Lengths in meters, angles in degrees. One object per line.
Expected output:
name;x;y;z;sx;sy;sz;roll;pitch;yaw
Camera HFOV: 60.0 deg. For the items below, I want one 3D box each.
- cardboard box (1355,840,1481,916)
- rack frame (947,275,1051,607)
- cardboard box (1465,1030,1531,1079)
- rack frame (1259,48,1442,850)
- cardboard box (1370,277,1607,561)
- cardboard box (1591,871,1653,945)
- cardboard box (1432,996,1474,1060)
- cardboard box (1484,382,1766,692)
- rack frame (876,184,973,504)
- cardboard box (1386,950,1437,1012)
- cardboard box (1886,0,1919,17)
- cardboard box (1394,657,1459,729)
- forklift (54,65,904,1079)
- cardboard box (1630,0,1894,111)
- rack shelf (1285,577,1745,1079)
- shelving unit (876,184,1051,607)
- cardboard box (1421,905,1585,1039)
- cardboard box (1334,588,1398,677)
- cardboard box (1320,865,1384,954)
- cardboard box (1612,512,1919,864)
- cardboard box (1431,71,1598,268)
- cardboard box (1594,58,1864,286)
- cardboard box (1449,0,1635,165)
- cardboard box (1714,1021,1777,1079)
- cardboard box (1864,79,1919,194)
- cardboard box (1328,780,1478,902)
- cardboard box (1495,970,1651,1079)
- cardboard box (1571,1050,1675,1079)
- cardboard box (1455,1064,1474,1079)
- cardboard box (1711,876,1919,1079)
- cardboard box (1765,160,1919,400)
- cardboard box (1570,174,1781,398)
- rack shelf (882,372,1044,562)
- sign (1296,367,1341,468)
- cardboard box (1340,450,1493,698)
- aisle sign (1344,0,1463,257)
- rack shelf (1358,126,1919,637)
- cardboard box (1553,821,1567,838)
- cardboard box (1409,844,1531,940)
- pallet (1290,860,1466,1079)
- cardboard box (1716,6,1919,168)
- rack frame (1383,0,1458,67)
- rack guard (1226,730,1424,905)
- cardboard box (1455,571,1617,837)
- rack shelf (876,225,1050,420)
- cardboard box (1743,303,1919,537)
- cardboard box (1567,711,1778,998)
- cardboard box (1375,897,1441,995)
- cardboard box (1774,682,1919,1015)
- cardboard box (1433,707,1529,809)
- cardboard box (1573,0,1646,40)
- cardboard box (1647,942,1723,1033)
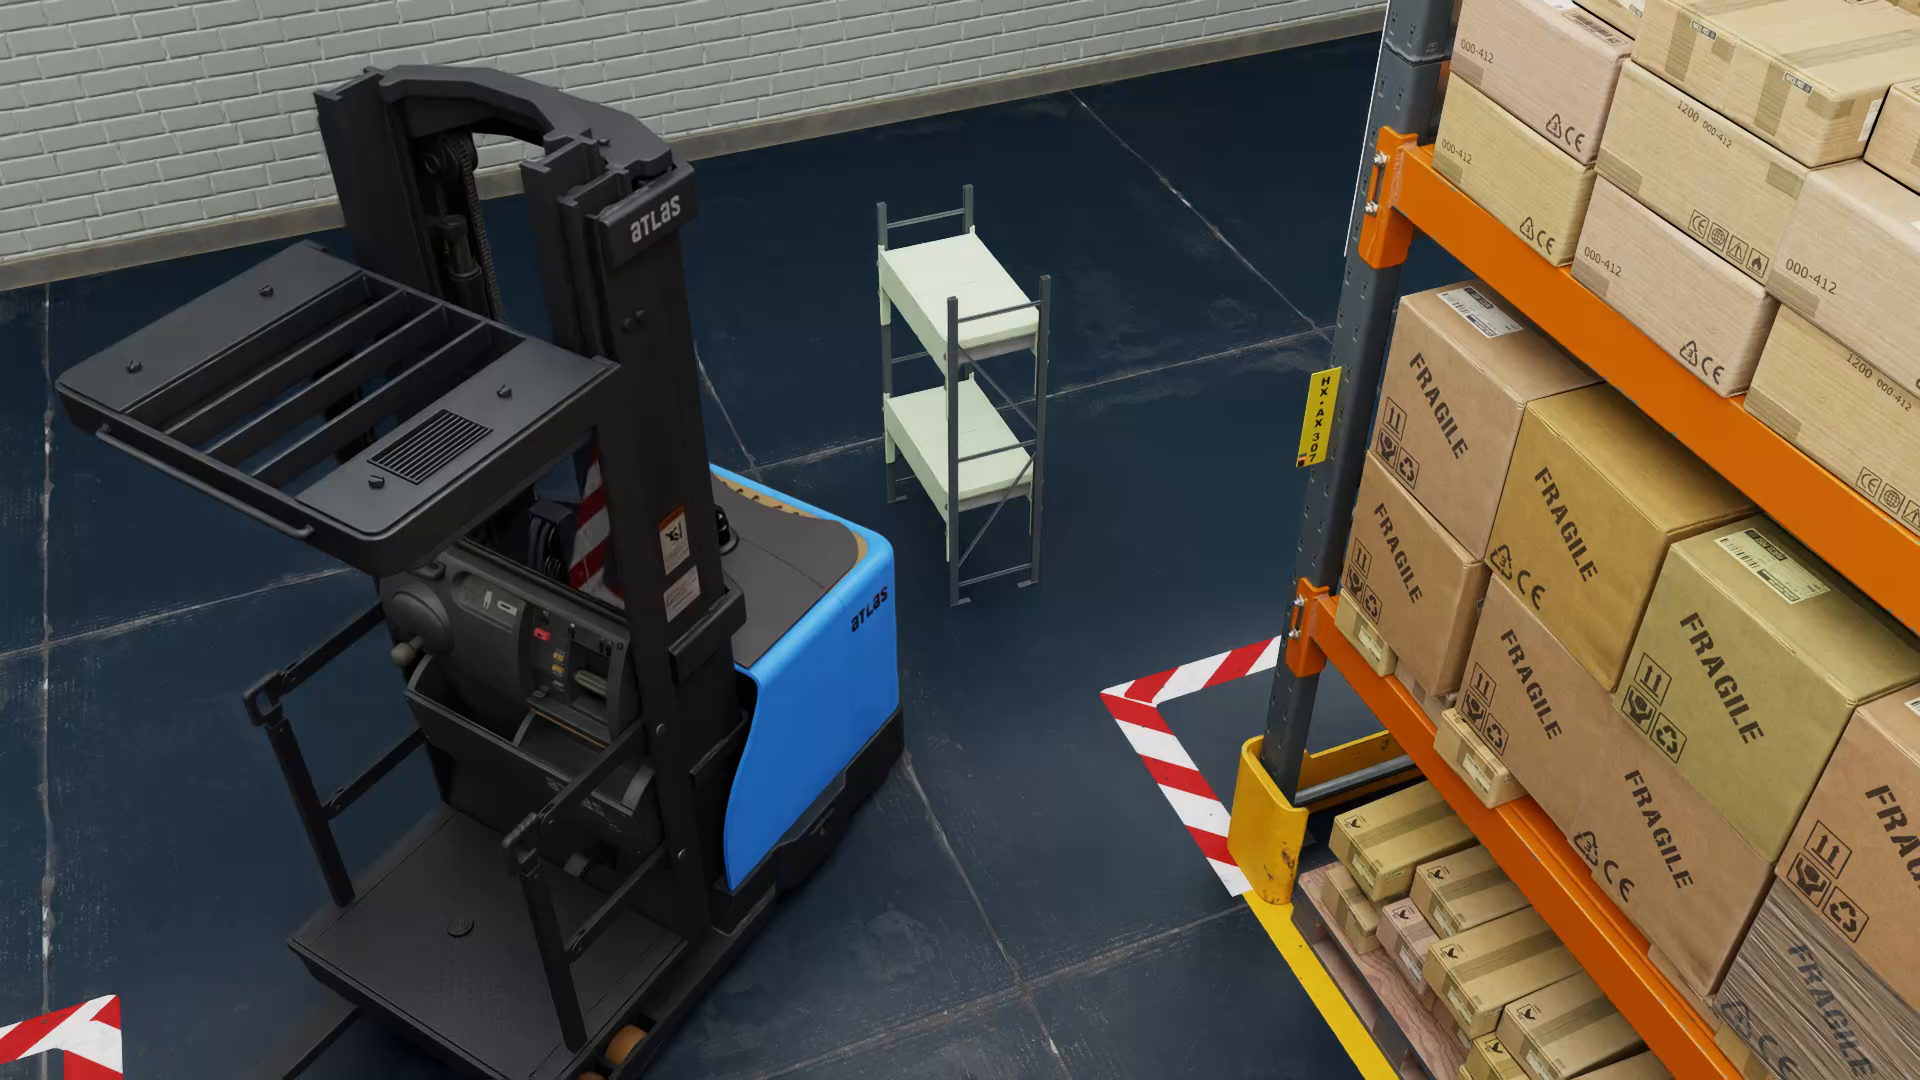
cardboard box;1.477;1.038;5.378;0.380;0.149;0.250;-13;42;-15
rack frame;0.143;-0.344;6.500;0.400;1.500;0.023;-15;43;-17
cardboard box;1.703;1.524;4.813;0.380;0.149;0.250;-14;43;-16
rack frame;1.514;-0.150;5.124;1.000;3.000;0.127;-15;43;-17
cardboard box;1.441;-0.344;4.277;0.500;0.500;0.500;-15;43;-17
cardboard box;1.831;0.832;4.175;0.380;0.149;0.250;-16;43;-17
cardboard box;1.696;1.452;5.126;0.380;0.149;0.250;-15;43;-16
cardboard box;1.640;-0.041;3.926;0.500;0.500;0.500;-14;43;-16
rack frame;-0.137;-0.785;7.013;0.400;1.500;0.023;-15;43;-17
cardboard box;1.595;1.304;5.297;0.380;0.149;0.250;-15;43;-17
cardboard box;2.016;-1.117;3.374;0.380;0.149;0.250;-16;43;-18
cardboard box;1.471;0.365;4.718;0.380;0.149;0.250;-14;43;-15
forklift;-1.418;0.346;4.599;1.130;2.935;3.031;22;45;24
cardboard box;1.545;-0.980;3.214;0.380;0.149;0.250;-15;43;-17
rack shelf;2.279;1.327;3.958;1.077;0.370;4.000;-15;43;-17
shelving unit;0.003;-0.565;6.756;0.431;1.500;0.755;-15;43;-17
cardboard box;1.595;1.266;4.886;0.380;0.149;0.250;-15;43;-17
cardboard box;1.335;0.222;4.884;0.380;0.149;0.250;-15;43;-17
cardboard box;1.419;1.167;5.457;0.380;0.149;0.250;-14;43;-16
cardboard box;1.818;0.278;3.555;0.500;0.500;0.500;-16;43;-18
cardboard box;1.450;-0.897;3.807;0.500;0.250;0.500;-14;43;-15
cardboard box;1.643;-0.777;3.284;0.500;0.250;0.500;-16;43;-17
cardboard box;1.446;-1.085;3.642;0.500;0.250;0.500;-14;43;-16
cardboard box;1.979;1.149;3.806;0.380;0.149;0.250;-14;43;-15
cardboard box;1.834;-0.705;2.894;0.380;0.149;0.250;-14;43;-16
cardboard box;1.401;0.946;5.257;0.380;0.149;0.250;-17;44;-19
cardboard box;1.767;1.395;4.736;0.380;0.149;0.250;-17;44;-19
cardboard box;1.864;1.564;4.539;0.380;0.149;0.250;-14;43;-15
cardboard box;1.693;1.633;4.915;0.380;0.149;0.250;-15;43;-16
cardboard box;2.035;0.958;3.531;0.500;0.500;0.500;-16;43;-18
cardboard box;1.825;-0.470;2.927;0.500;0.250;0.500;-15;43;-16
cardboard box;1.647;-0.578;3.436;0.500;0.250;0.500;-14;43;-15
rack shelf;0.003;-0.317;6.969;0.431;0.370;0.720;-15;43;-17
sign;1.013;-0.343;4.685;0.100;0.325;0.005;-15;43;-17
cardboard box;1.431;0.038;4.600;0.500;0.500;0.500;-13;42;-15
aisle sign;1.209;-1.105;4.241;0.394;0.787;0.004;-15;43;-17
rack shelf;2.279;0.190;2.980;1.077;0.370;4.000;-15;43;-17
cardboard box;1.750;0.662;4.372;0.380;0.149;0.250;-13;42;-15
cardboard box;1.617;1.082;5.099;0.380;0.149;0.250;-14;43;-16
pallet;1.821;1.451;5.401;1.003;0.211;1.213;-15;43;-17
cardboard box;1.637;-0.833;3.044;0.380;0.149;0.250;-15;43;-16
rack frame;1.514;-2.425;3.168;1.000;3.000;0.127;-15;43;-17
rack guard;1.543;0.843;5.886;1.175;0.500;0.348;-15;43;-17
cardboard box;1.659;0.354;4.233;0.500;0.500;0.500;-15;43;-17
rack shelf;0.003;-0.861;6.502;0.431;0.370;0.720;-15;43;-17
cardboard box;1.856;-0.271;3.079;0.500;0.250;0.500;-16;43;-18
cardboard box;1.835;0.653;3.886;0.500;0.500;0.500;-15;43;-16
cardboard box;1.530;1.217;5.170;0.380;0.149;0.250;-15;43;-17
cardboard box;2.016;0.584;3.199;0.500;0.500;0.500;-16;43;-18
cardboard box;1.524;0.540;4.514;0.380;0.149;0.250;-16;43;-18
cardboard box;1.509;-1.162;3.426;0.380;0.149;0.250;-13;42;-15
cardboard box;1.899;0.987;3.994;0.380;0.149;0.250;-16;43;-18
